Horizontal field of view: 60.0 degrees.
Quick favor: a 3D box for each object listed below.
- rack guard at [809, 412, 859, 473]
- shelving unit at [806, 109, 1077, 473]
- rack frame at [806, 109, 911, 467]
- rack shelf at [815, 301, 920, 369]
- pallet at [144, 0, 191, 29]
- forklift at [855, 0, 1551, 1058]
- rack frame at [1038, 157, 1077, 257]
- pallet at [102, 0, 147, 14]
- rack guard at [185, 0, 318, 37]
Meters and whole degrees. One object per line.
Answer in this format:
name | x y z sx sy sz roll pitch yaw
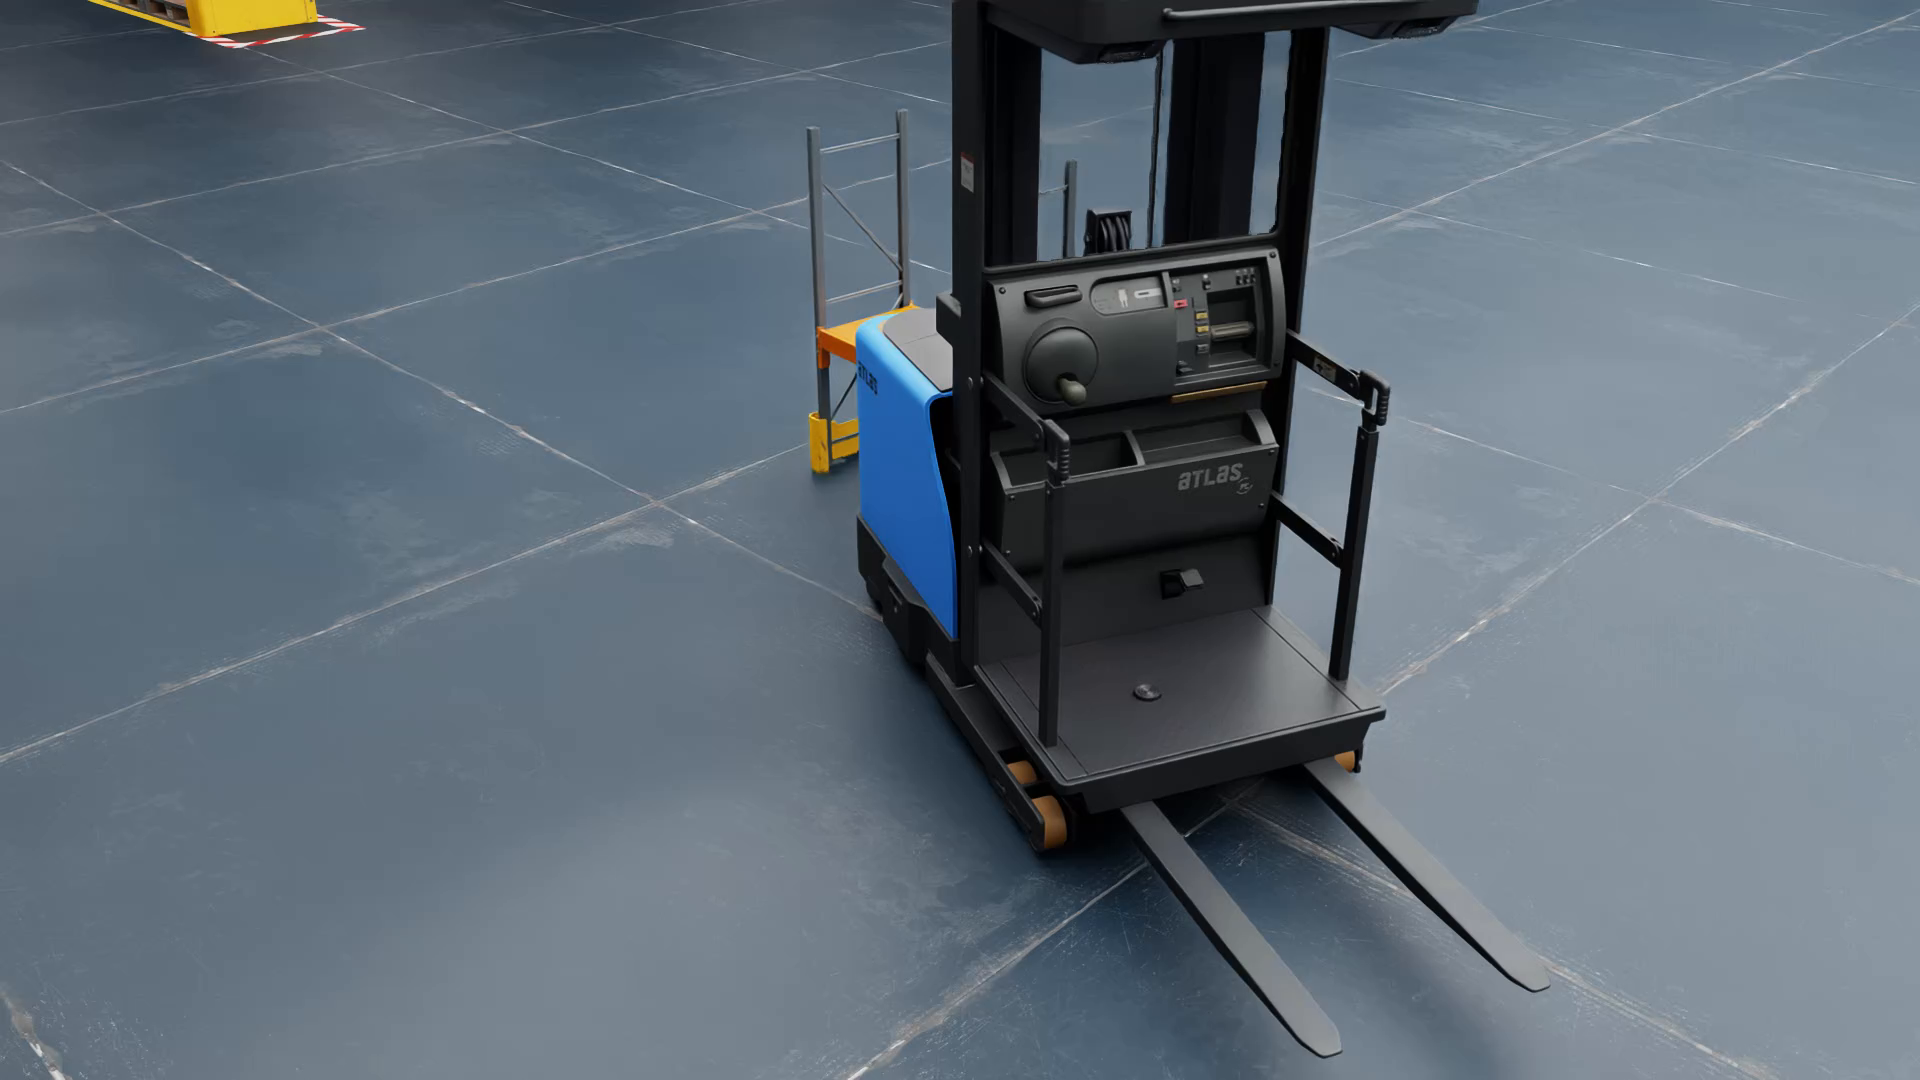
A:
rack guard | -0.416 -0.507 7.445 0.587 0.250 0.087 -22 35 -35
shelving unit | -0.093 -0.883 6.819 0.587 1.500 1.083 -22 35 -35
rack frame | -0.417 -1.060 7.155 0.500 1.500 0.032 -22 35 -35
rack shelf | -0.088 -0.721 6.896 0.538 0.185 1.000 -22 35 -35
pallet | -7.496 -5.407 16.806 1.213 0.211 1.003 25 36 38
forklift | 0.618 -0.587 4.716 1.130 2.935 3.031 -10 29 -19
rack frame | 0.242 -0.700 6.470 0.500 1.500 0.032 -22 35 -35
pallet | -8.362 -5.805 17.563 1.213 0.211 1.003 25 36 38
rack guard | -6.921 -5.268 16.231 0.348 0.500 1.175 25 36 38
